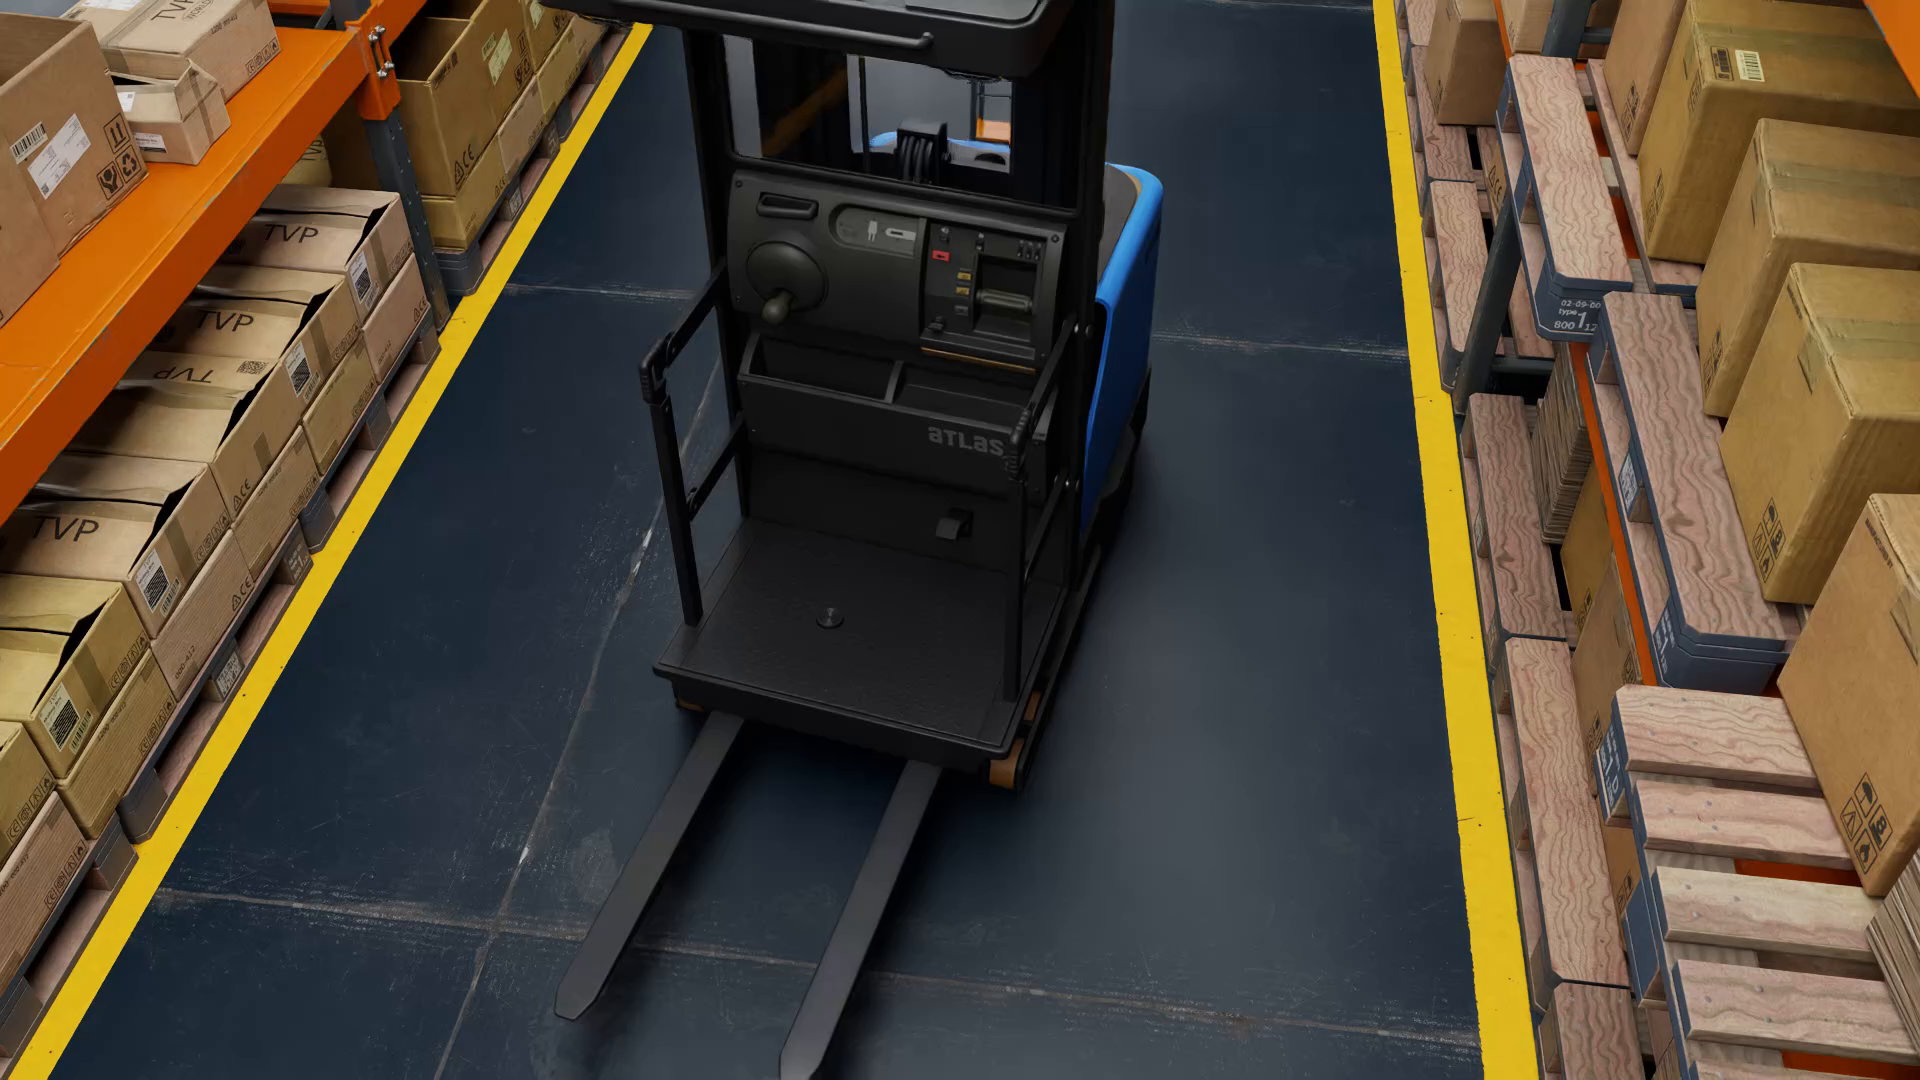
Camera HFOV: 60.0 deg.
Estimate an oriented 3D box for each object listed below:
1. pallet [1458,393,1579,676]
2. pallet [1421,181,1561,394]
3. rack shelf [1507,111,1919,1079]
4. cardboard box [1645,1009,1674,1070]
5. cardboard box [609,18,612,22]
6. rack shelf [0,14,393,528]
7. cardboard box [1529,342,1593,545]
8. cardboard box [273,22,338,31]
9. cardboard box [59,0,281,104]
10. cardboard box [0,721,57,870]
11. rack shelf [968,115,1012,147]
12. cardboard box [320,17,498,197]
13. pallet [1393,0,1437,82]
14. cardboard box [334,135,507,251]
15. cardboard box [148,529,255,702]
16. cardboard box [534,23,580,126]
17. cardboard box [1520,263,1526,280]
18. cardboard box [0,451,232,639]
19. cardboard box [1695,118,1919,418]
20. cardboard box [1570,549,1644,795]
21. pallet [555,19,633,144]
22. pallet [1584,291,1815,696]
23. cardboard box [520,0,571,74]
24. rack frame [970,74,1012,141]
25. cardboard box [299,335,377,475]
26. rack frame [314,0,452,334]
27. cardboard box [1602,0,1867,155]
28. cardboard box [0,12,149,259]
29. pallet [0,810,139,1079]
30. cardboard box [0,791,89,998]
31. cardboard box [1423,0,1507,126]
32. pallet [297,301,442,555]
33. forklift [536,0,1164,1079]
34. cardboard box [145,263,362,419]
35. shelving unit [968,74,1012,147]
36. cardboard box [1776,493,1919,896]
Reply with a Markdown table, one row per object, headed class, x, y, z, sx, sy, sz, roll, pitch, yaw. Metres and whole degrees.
| class | x | y | z | sx | sy | sz | roll | pitch | yaw |
| --- | --- | --- | --- | --- | --- | --- | --- | --- | --- |
| pallet | 2.257 | -0.006 | 5.603 | 1.003 | 0.211 | 1.213 | 5 | 44 | 6 |
| pallet | 2.412 | -0.998 | 6.650 | 1.003 | 0.211 | 1.213 | 5 | 44 | 6 |
| rack shelf | 2.094 | 0.075 | 4.012 | 1.077 | 0.370 | 4.000 | 5 | 44 | 6 |
| cardboard box | 2.057 | 1.089 | 3.916 | 0.700 | 0.500 | 0.500 | 5 | 44 | 5 |
| cardboard box | -1.920 | -2.802 | 8.222 | 0.500 | 0.250 | 0.500 | 5 | 44 | 6 |
| rack shelf | -2.816 | -0.373 | 4.485 | 1.077 | 0.370 | 4.000 | 5 | 44 | 6 |
| cardboard box | 2.278 | -0.298 | 5.381 | 0.700 | 0.500 | 0.500 | 7 | 44 | 7 |
| cardboard box | -2.630 | -2.099 | 6.934 | 0.500 | 0.500 | 0.500 | 5 | 44 | 6 |
| cardboard box | -2.574 | -1.603 | 5.370 | 0.500 | 0.250 | 0.500 | 8 | 44 | 8 |
| cardboard box | -2.659 | 0.682 | 4.134 | 0.500 | 0.311 | 0.500 | 4 | 44 | 4 |
| rack shelf | 0.170 | -1.415 | 5.907 | 0.258 | 0.103 | 0.180 | 7 | 36 | 7 |
| cardboard box | -2.180 | -1.711 | 6.524 | 0.500 | 0.500 | 0.500 | 5 | 44 | 6 |
| pallet | 2.735 | -2.661 | 8.406 | 1.003 | 0.211 | 1.213 | 5 | 44 | 6 |
| cardboard box | -2.190 | -1.440 | 6.783 | 0.500 | 0.250 | 0.500 | 5 | 44 | 6 |
| cardboard box | -2.524 | 0.198 | 5.054 | 0.500 | 0.250 | 0.500 | 6 | 44 | 6 |
| cardboard box | -2.048 | -2.120 | 7.502 | 0.500 | 0.250 | 0.500 | 5 | 44 | 6 |
| cardboard box | 2.400 | -1.048 | 6.415 | 0.380 | 0.166 | 0.250 | 0 | 43 | 0 |
| cardboard box | -2.522 | -0.015 | 4.871 | 0.500 | 0.311 | 0.500 | 5 | 44 | 5 |
| cardboard box | 2.121 | -0.570 | 3.777 | 0.700 | 0.500 | 0.500 | 11 | 45 | 11 |
| cardboard box | 2.152 | 0.403 | 4.641 | 0.700 | 0.500 | 0.500 | 6 | 44 | 6 |
| pallet | -2.246 | -2.356 | 8.085 | 1.003 | 0.211 | 1.213 | 5 | 44 | 6 |
| pallet | 2.051 | -0.106 | 3.820 | 1.003 | 0.211 | 1.213 | 5 | 44 | 6 |
| cardboard box | -2.048 | -2.392 | 7.244 | 0.500 | 0.500 | 0.500 | 5 | 44 | 6 |
| rack frame | 0.146 | -1.106 | 6.016 | 0.240 | 1.200 | 0.006 | 7 | 36 | 7 |
| cardboard box | -2.388 | -0.497 | 5.788 | 0.500 | 0.250 | 0.500 | 5 | 44 | 5 |
| rack frame | -2.552 | -1.997 | 5.677 | 1.000 | 3.000 | 0.127 | 5 | 44 | 6 |
| cardboard box | 2.258 | -1.402 | 4.656 | 0.700 | 0.500 | 0.500 | 5 | 44 | 6 |
| cardboard box | -2.739 | -1.152 | 4.713 | 0.500 | 0.500 | 0.500 | 8 | 44 | 9 |
| pallet | -2.933 | 1.184 | 4.346 | 1.003 | 0.211 | 1.213 | 5 | 44 | 6 |
| cardboard box | -2.655 | 0.902 | 4.310 | 0.500 | 0.250 | 0.500 | 4 | 44 | 4 |
| cardboard box | 2.485 | -2.180 | 7.369 | 0.700 | 0.500 | 0.500 | 3 | 44 | 3 |
| pallet | -2.611 | -0.479 | 6.102 | 1.003 | 0.211 | 1.213 | 5 | 44 | 6 |
| forklift | -0.244 | -0.636 | 4.290 | 1.130 | 2.935 | 3.031 | 12 | 45 | 13 |
| cardboard box | -2.384 | -0.697 | 5.591 | 0.500 | 0.311 | 0.500 | 6 | 44 | 7 |
| shelving unit | 0.162 | -1.158 | 6.089 | 0.258 | 1.200 | 0.189 | 7 | 36 | 7 |
| cardboard box | 1.929 | 0.276 | 2.884 | 0.700 | 0.500 | 0.500 | 1 | 43 | 2 |
